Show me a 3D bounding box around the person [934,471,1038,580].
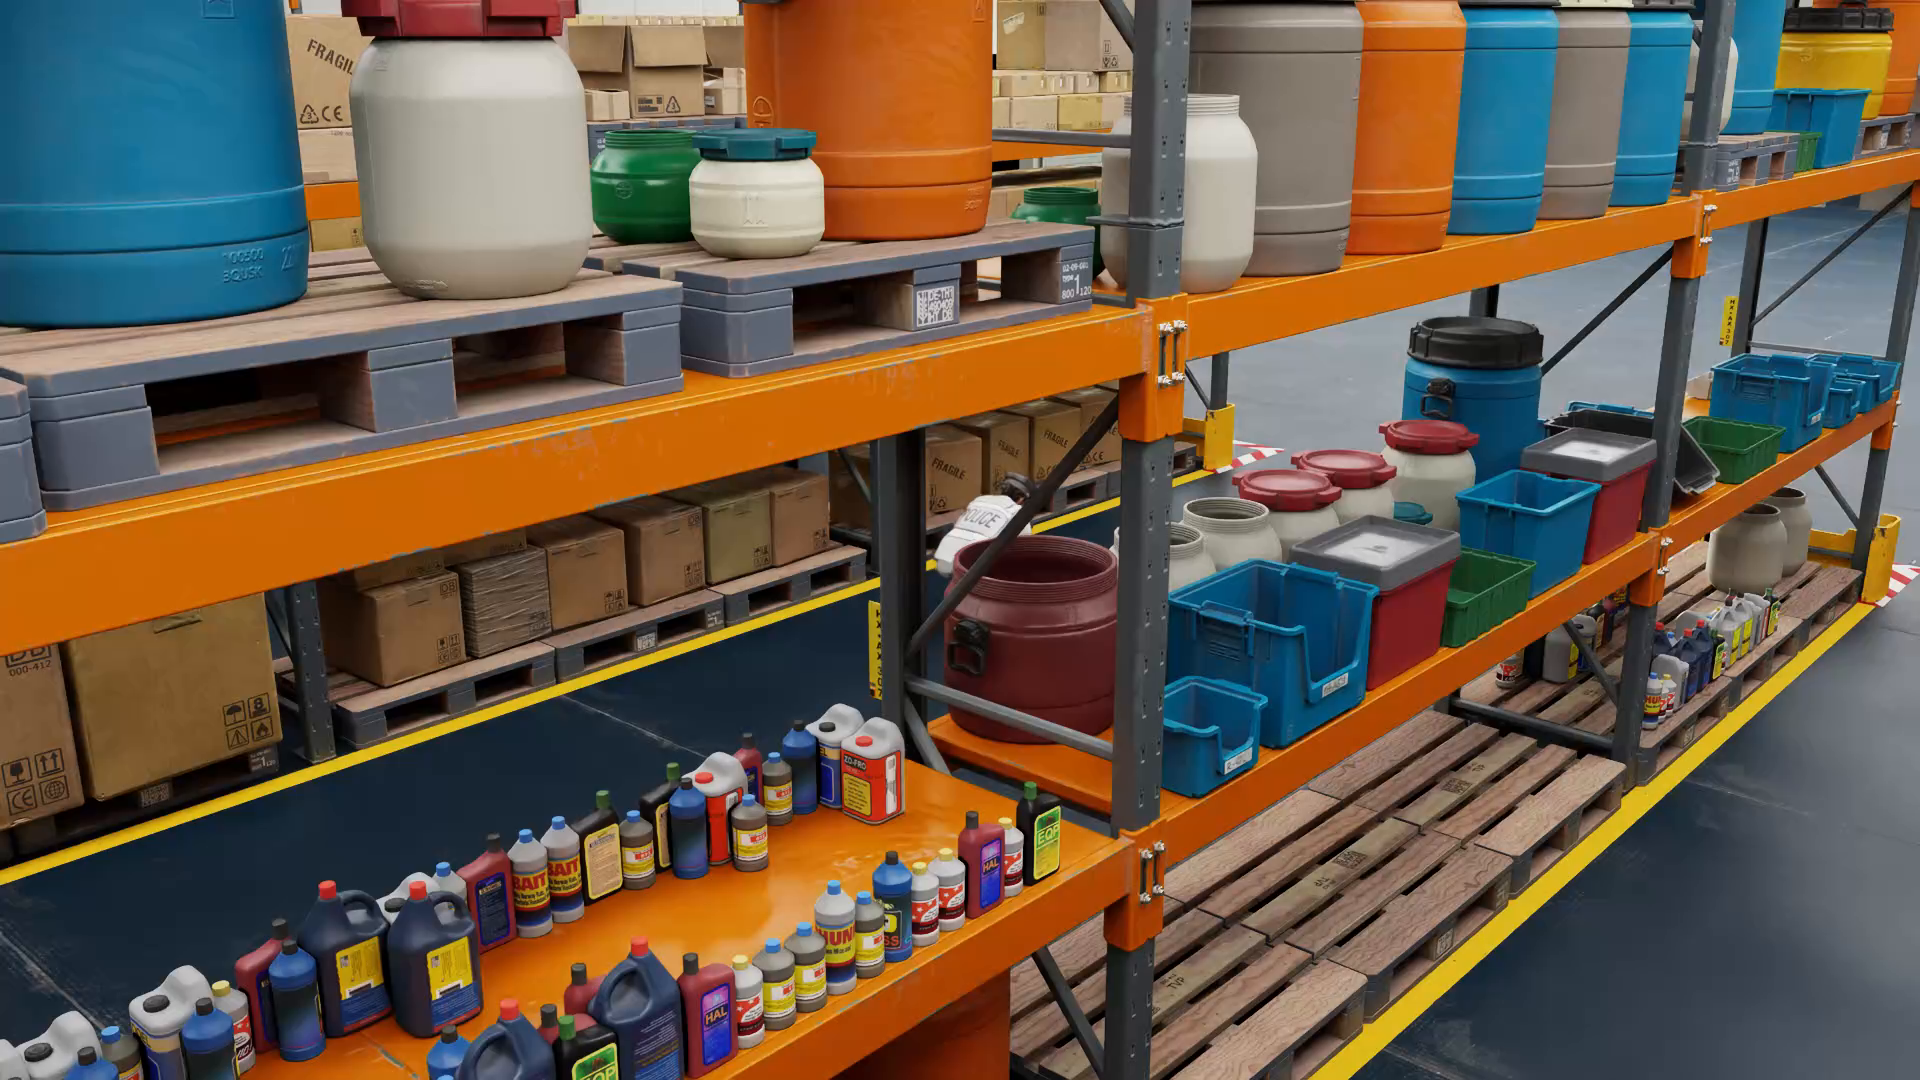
[{"bbox_3d":[0.194,0.063,10.200,0.475,0.876,0.857,15,22,40],"label":"person"}]
